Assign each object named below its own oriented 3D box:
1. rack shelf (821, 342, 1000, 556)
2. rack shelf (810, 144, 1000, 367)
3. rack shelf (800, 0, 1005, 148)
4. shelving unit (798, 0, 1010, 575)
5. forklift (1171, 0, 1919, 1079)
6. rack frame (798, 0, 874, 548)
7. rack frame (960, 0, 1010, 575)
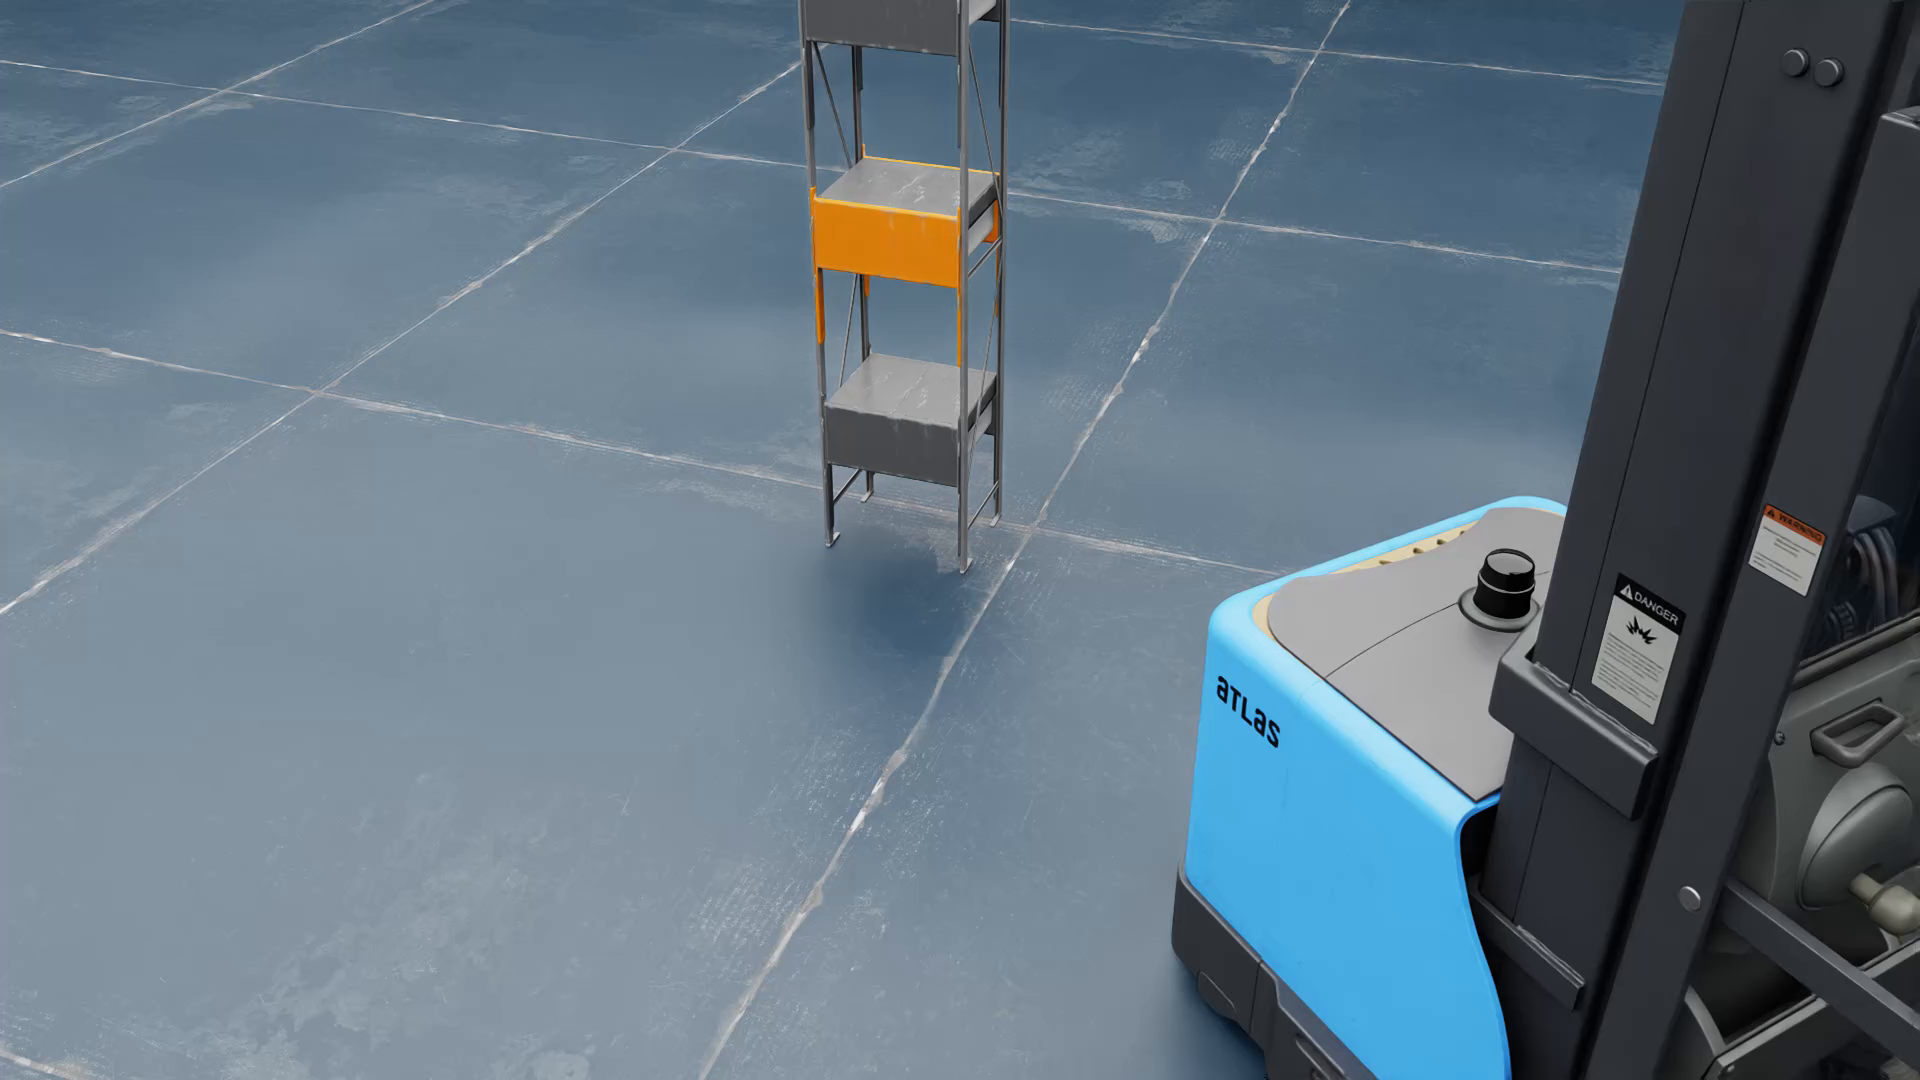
[{"bbox_3d":[-0.156,-0.313,5.614,0.480,0.518,0.431,11,34,16],"label":"rack shelf"},{"bbox_3d":[-0.156,-0.901,5.235,0.480,0.518,0.431,11,34,16],"label":"rack shelf"},{"bbox_3d":[-0.156,-1.489,4.855,0.480,0.518,0.431,11,34,16],"label":"rack shelf"},{"bbox_3d":[-0.156,-0.912,5.227,0.503,2.100,0.431,11,34,16],"label":"shelving unit"},{"bbox_3d":[1.687,0.368,2.478,1.130,2.935,3.031,-17,37,-25],"label":"forklift"},{"bbox_3d":[-0.386,-0.957,5.297,0.015,2.100,0.400,11,34,16],"label":"rack frame"},{"bbox_3d":[0.074,-0.868,5.158,0.015,2.100,0.400,11,34,16],"label":"rack frame"}]
